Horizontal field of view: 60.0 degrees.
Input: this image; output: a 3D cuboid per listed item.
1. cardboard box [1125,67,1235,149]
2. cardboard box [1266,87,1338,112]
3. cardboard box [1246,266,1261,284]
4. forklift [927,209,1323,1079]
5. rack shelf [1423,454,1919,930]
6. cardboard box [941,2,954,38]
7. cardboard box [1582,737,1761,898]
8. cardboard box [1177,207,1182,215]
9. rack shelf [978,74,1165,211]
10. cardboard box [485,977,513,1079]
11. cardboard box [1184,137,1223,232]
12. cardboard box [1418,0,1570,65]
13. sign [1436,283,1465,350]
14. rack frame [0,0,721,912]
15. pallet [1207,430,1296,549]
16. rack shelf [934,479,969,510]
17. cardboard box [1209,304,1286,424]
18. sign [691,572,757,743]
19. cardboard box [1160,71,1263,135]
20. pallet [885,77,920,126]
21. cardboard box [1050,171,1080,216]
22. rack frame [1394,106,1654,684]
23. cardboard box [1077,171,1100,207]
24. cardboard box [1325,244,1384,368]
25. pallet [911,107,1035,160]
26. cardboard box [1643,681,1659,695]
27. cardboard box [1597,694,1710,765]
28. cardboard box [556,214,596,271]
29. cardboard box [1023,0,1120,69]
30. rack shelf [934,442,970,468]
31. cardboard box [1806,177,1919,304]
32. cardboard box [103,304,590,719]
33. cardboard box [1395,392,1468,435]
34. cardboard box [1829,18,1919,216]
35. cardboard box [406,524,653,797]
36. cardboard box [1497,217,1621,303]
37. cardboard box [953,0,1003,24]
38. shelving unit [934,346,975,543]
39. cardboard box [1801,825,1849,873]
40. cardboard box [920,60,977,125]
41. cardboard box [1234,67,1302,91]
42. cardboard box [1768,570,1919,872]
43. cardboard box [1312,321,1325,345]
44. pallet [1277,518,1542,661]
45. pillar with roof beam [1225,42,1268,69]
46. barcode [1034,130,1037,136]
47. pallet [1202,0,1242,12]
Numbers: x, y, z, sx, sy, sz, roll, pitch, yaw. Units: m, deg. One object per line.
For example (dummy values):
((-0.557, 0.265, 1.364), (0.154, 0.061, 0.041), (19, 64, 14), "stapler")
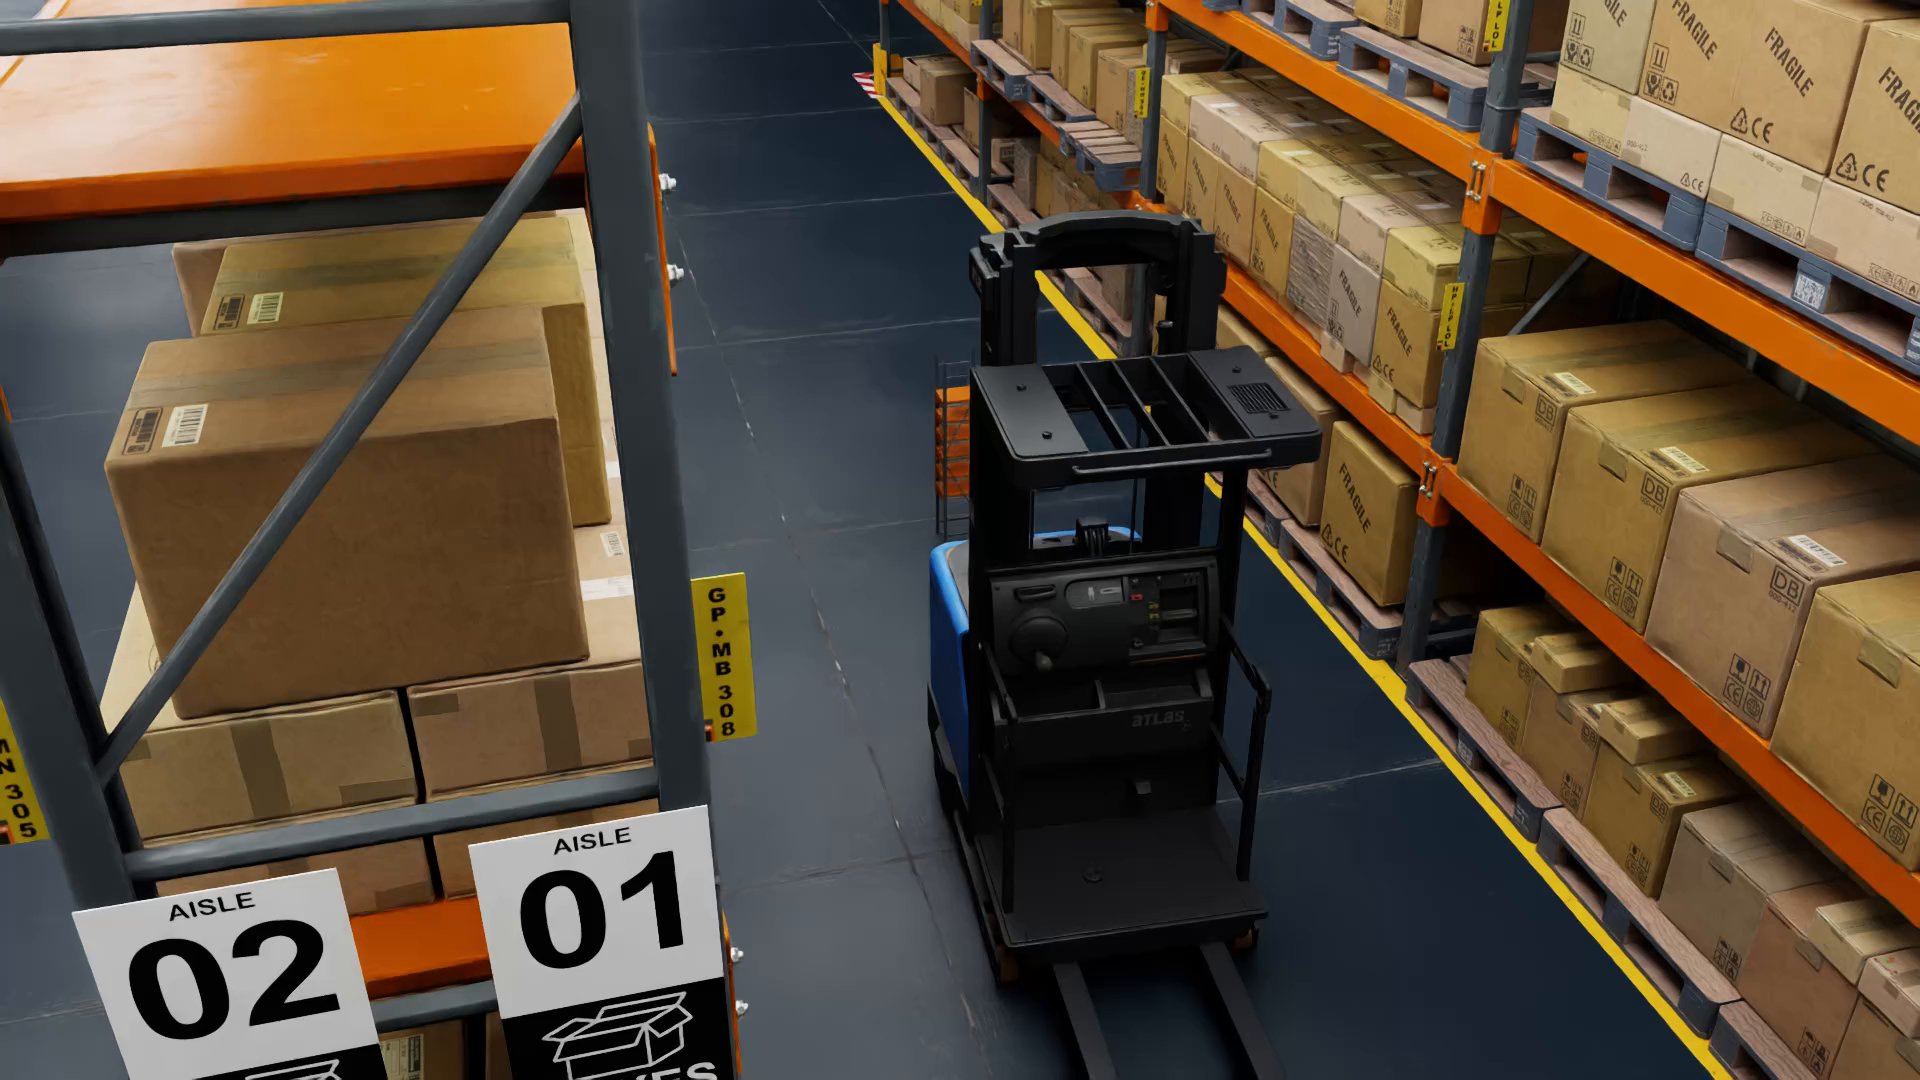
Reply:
((1.596, -3.034, 11.690), (0.700, 0.500, 0.500), (-12, 32, -19), "cardboard box")
((2.235, -2.645, 10.391), (0.500, 0.250, 0.500), (-9, 31, -15), "cardboard box")
((1.963, -1.667, 10.098), (0.380, 0.149, 0.250), (-7, 31, -13), "cardboard box")
((0.625, 0.352, 6.448), (1.130, 2.935, 3.031), (-6, 31, -9), "forklift")
((3.323, 0.634, 6.609), (1.077, 0.370, 4.000), (-8, 31, -13), "rack shelf")
((0.127, -4.881, 15.549), (0.500, 0.250, 0.500), (-8, 31, -13), "cardboard box")
((3.156, 1.123, 7.123), (0.700, 0.500, 0.500), (-7, 31, -12), "cardboard box")
((1.653, -2.162, 10.953), (0.380, 0.149, 0.250), (-7, 31, -13), "cardboard box")
((1.200, -3.230, 13.285), (1.077, 0.370, 4.000), (-8, 31, -13), "rack shelf")
((-0.784, 1.224, 3.774), (0.500, 0.500, 0.500), (-7, 31, -12), "cardboard box")
((1.743, -2.233, 10.428), (0.500, 0.500, 0.500), (-7, 31, -12), "cardboard box")
((2.665, -2.615, 7.971), (0.700, 0.500, 0.500), (-10, 31, -16), "cardboard box")
((2.272, -1.033, 7.695), (0.100, 0.325, 0.005), (-8, 31, -13), "sign")
((-0.921, -0.647, 2.116), (1.000, 3.000, 0.127), (-8, 31, -13), "rack frame")
((2.188, -0.389, 10.443), (1.003, 0.211, 1.213), (-8, 31, -13), "pallet")
((-0.004, -0.280, 9.835), (0.258, 0.103, 0.180), (-8, 31, -13), "rack shelf")
((2.026, -1.030, 10.493), (0.750, 0.750, 0.750), (-8, 31, -14), "cardboard box")
((-0.398, 0.201, 2.773), (0.100, 0.325, 0.005), (-8, 31, -13), "sign")
((1.610, -2.813, 10.681), (0.500, 0.250, 0.500), (-7, 31, -12), "cardboard box")
((-0.191, -4.798, 18.060), (1.003, 0.211, 1.213), (-8, 31, -13), "pallet")
((1.163, -2.768, 13.824), (0.700, 0.500, 0.500), (-8, 31, -13), "cardboard box")
((2.793, -0.643, 8.098), (1.000, 3.000, 0.127), (-8, 31, -13), "rack frame")
((1.257, -2.880, 13.271), (0.500, 0.250, 0.500), (-8, 31, -14), "cardboard box")
((2.282, -1.258, 8.744), (0.500, 0.500, 0.500), (-8, 31, -13), "cardboard box")
((0.129, -4.210, 17.044), (1.003, 0.211, 1.213), (-8, 31, -13), "pallet")
((3.257, 0.636, 7.316), (0.380, 0.149, 0.250), (-9, 31, -15), "cardboard box")
((2.946, 0.793, 7.046), (0.380, 0.149, 0.250), (-9, 31, -15), "cardboard box")
((-1.332, -0.750, 4.939), (0.500, 0.250, 0.500), (-8, 31, -13), "cardboard box")
((0.913, -4.219, 13.738), (0.700, 0.500, 0.500), (-5, 30, -8), "cardboard box")
((-0.004, -0.488, 9.715), (0.258, 0.103, 0.180), (-8, 31, -13), "rack shelf")
((3.122, -0.990, 5.333), (0.500, 0.250, 0.500), (-9, 31, -15), "cardboard box")
((-1.073, -0.071, 3.017), (0.700, 0.500, 0.500), (-8, 31, -13), "cardboard box")
((2.430, -0.669, 8.373), (0.380, 0.149, 0.250), (-8, 31, -13), "cardboard box")
((3.128, -1.305, 5.130), (0.500, 0.500, 0.500), (-9, 31, -15), "cardboard box")
((-0.806, 0.217, 3.268), (0.500, 0.250, 0.500), (-8, 31, -13), "cardboard box")
((2.922, -1.405, 8.249), (0.500, 0.250, 0.500), (-7, 31, -12), "cardboard box")
((0.246, -4.962, 14.942), (0.500, 0.500, 0.500), (-8, 31, -13), "cardboard box")
((-0.004, -0.526, 9.693), (0.258, 1.200, 0.189), (-8, 31, -13), "shelving unit")
((3.529, 1.129, 6.465), (0.380, 0.149, 0.250), (-7, 31, -13), "cardboard box")
((0.002, -4.565, 16.930), (0.700, 0.500, 0.500), (-10, 31, -16), "cardboard box")
((2.101, -2.896, 10.824), (0.500, 0.250, 0.500), (-7, 31, -12), "cardboard box")
((3.505, 0.564, 5.713), (0.980, 0.700, 0.700), (-8, 31, -14), "cardboard box")
((2.187, -1.165, 9.231), (0.380, 0.149, 0.250), (-8, 31, -13), "cardboard box")
((2.515, 0.201, 9.423), (1.003, 0.211, 1.213), (-8, 31, -13), "pallet")
((-1.931, -5.342, 10.227), (9.100, 9.000, 0.400), (-8, 31, -13), "pillar with roof beam")
((0.733, -3.945, 16.138), (0.001, 0.075, 0.075), (-8, 31, -13), "barcode")
((1.953, -3.488, 10.206), (1.213, 0.211, 1.003), (-6, 31, -11), "pallet")
